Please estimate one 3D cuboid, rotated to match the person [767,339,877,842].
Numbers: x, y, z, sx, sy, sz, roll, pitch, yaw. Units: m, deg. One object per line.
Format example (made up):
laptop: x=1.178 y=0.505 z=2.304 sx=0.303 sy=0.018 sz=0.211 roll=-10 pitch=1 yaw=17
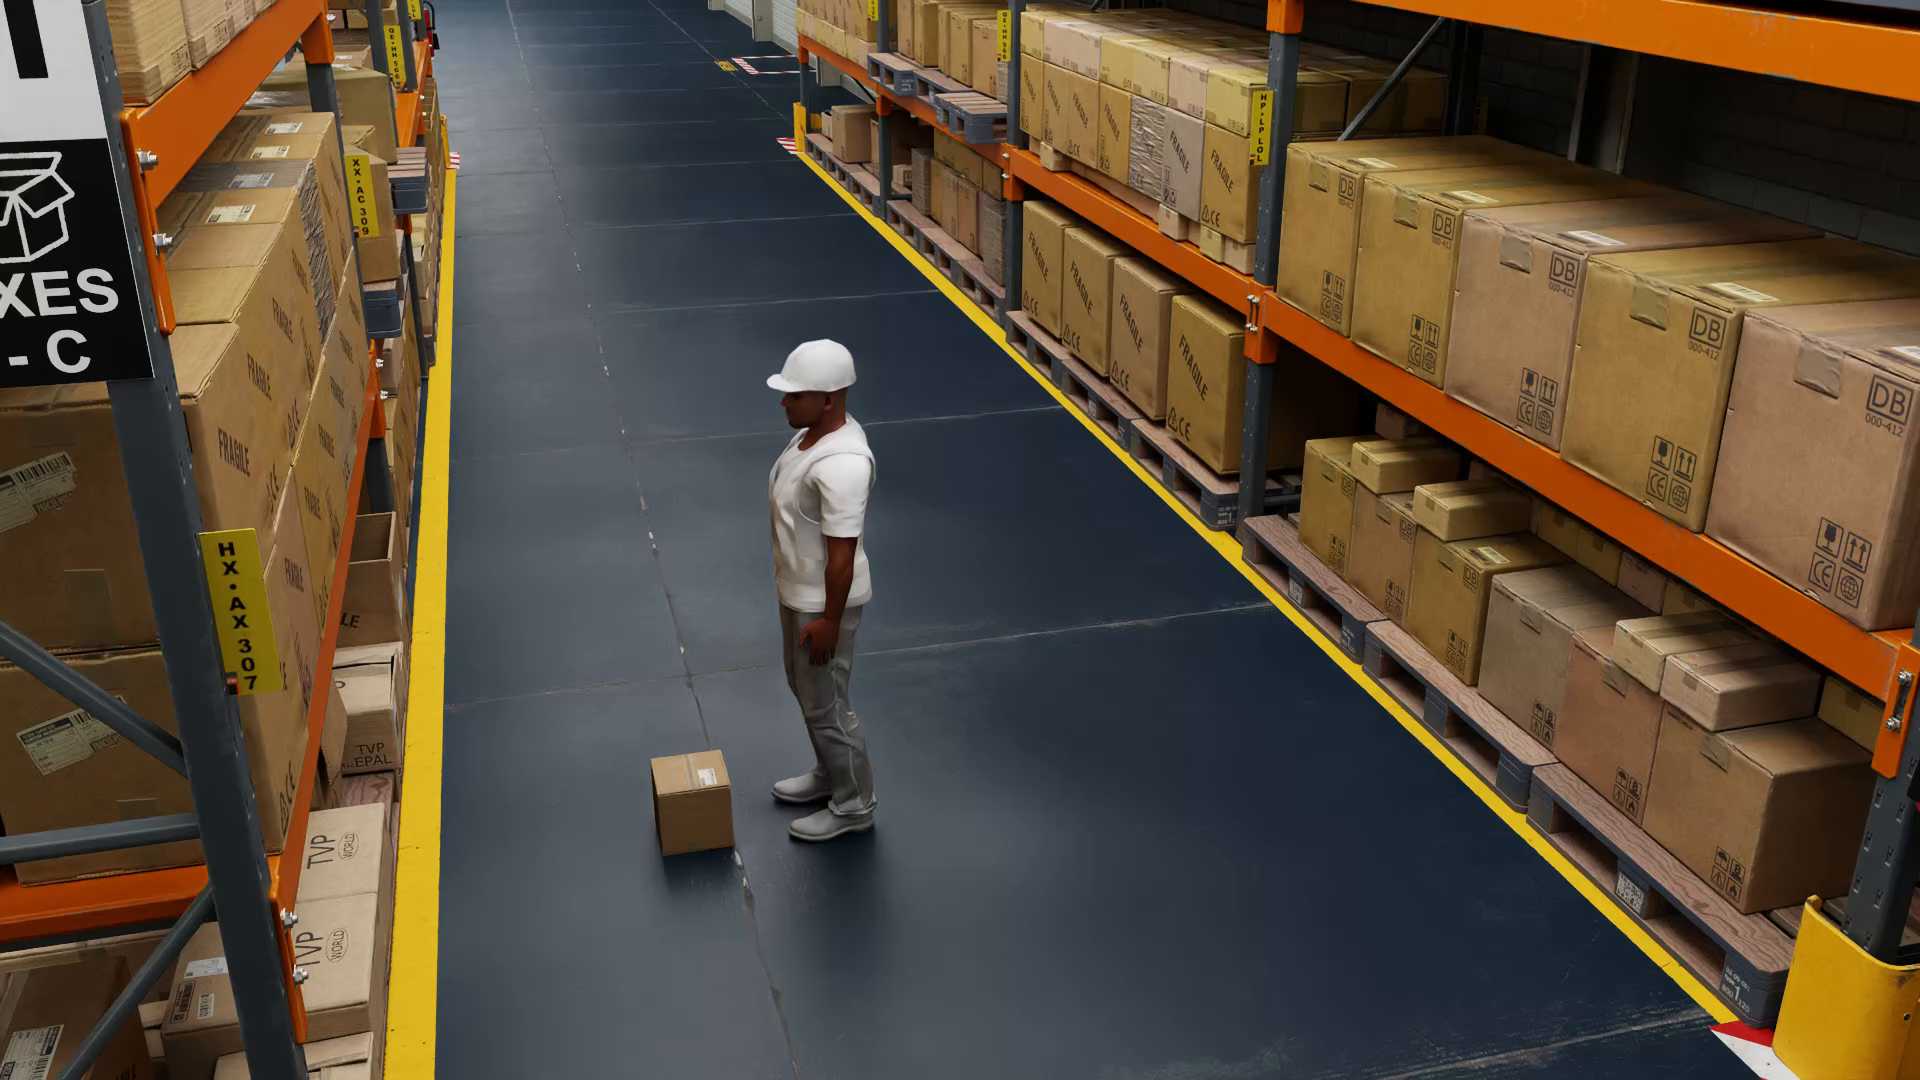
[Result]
person: x=-0.473 y=0.179 z=5.644 sx=0.369 sy=1.762 sz=0.563 roll=-6 pitch=23 yaw=-13
